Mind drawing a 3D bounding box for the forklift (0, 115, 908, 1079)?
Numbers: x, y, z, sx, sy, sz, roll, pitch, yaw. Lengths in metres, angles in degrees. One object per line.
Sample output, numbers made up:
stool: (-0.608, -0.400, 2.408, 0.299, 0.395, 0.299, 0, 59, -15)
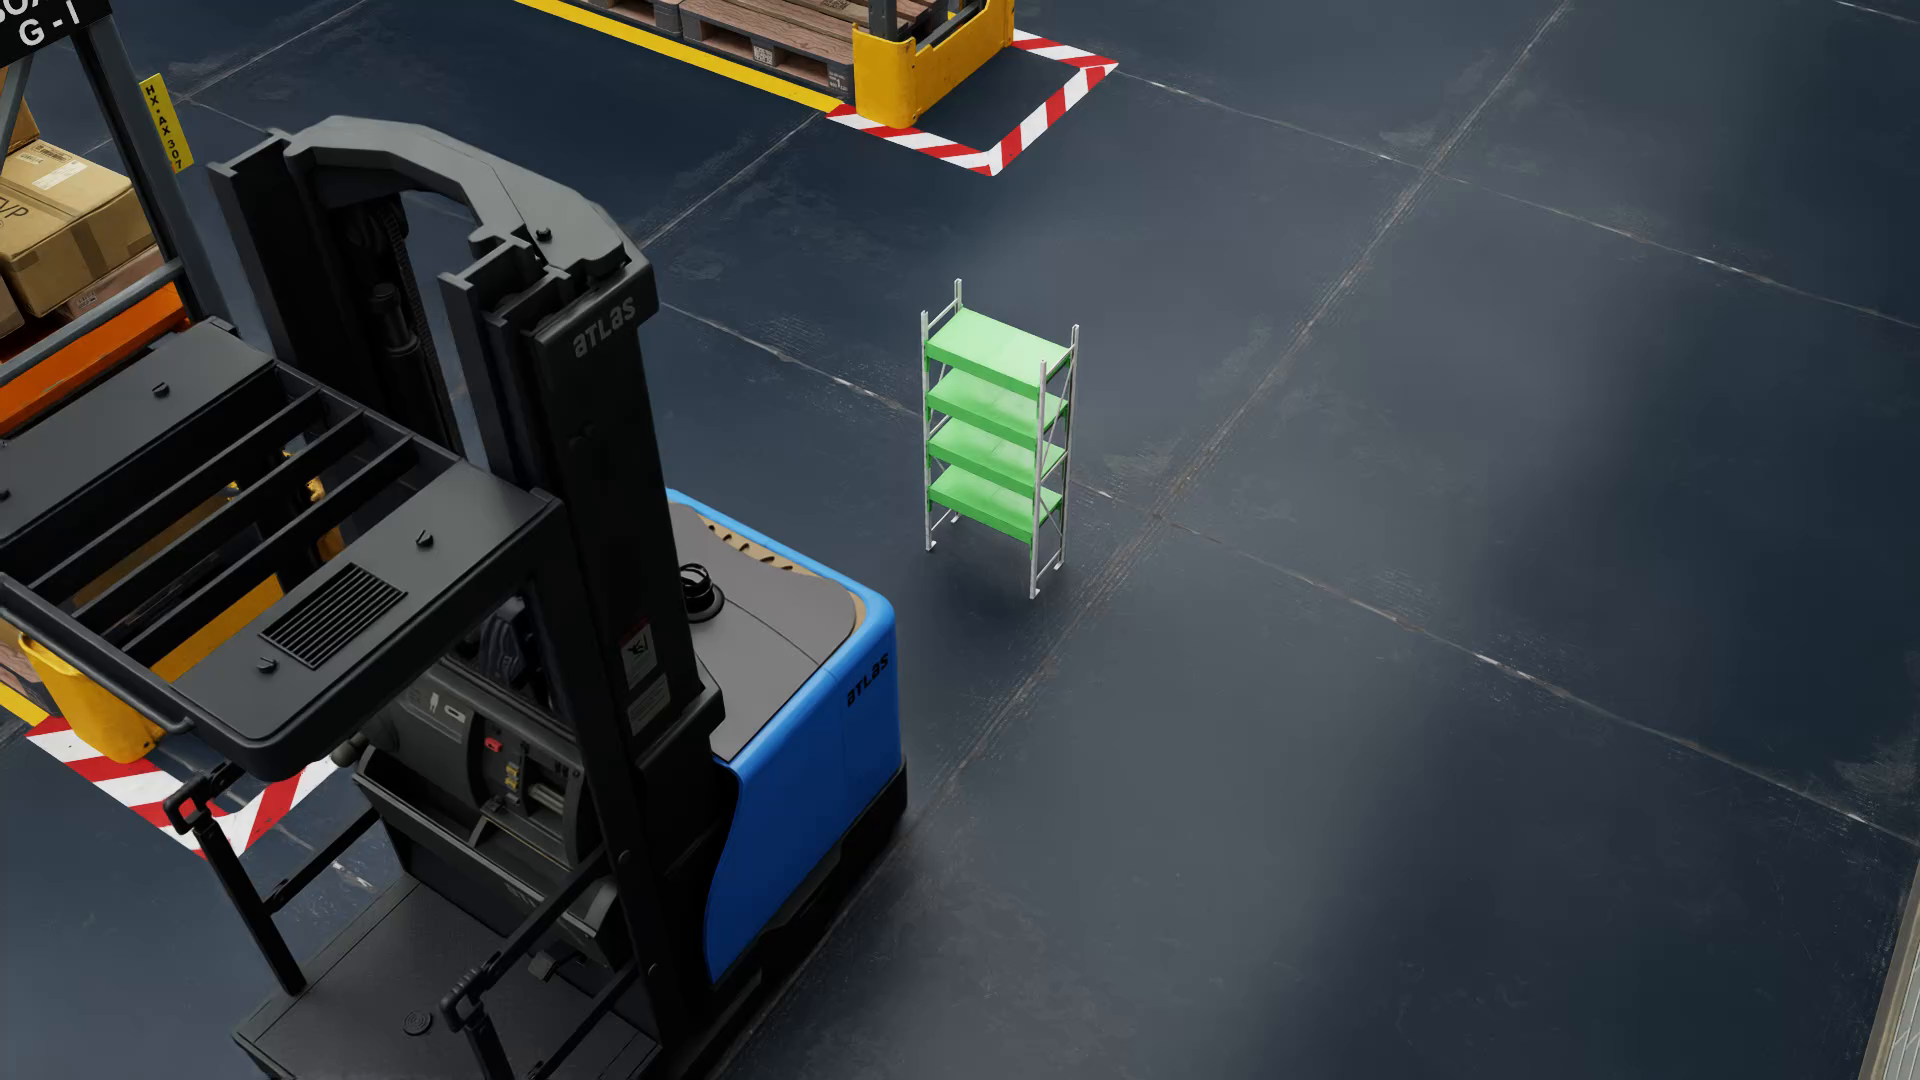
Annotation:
forklift: (-1.421, 0.602, 4.122, 1.130, 2.935, 3.031, 26, 51, 23)

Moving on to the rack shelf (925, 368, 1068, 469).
rack shelf: (0.139, -0.477, 6.131, 0.480, 0.148, 0.258, 25, 51, 22)

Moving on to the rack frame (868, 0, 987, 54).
rack frame: (-0.155, -3.642, 8.198, 0.127, 3.000, 1.000, 25, 51, 22)

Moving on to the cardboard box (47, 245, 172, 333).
cardboard box: (-2.950, -0.901, 5.709, 0.250, 0.149, 0.380, 25, 51, 23)

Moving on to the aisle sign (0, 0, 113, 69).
aisle sign: (-2.606, -1.711, 4.509, 0.004, 0.787, 0.394, 25, 51, 22)

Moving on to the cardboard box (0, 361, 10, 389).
cardboard box: (-3.307, -0.504, 5.323, 0.250, 0.149, 0.380, 26, 51, 23)

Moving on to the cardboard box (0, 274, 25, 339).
cardboard box: (-3.380, -0.731, 5.266, 0.500, 0.250, 0.500, 24, 50, 22)

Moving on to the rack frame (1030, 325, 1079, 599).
rack frame: (0.345, -0.260, 6.166, 0.015, 1.200, 0.240, 25, 51, 22)

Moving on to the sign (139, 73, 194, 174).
sign: (-2.524, -1.314, 5.277, 0.005, 0.325, 0.100, 25, 51, 22)

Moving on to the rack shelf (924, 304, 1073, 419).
rack shelf: (0.139, -0.644, 5.959, 0.480, 0.148, 0.258, 25, 51, 22)

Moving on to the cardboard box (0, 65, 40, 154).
cardboard box: (-3.508, -1.507, 5.497, 0.500, 0.500, 0.500, 24, 50, 21)

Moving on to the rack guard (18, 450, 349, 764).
rack guard: (-2.809, 0.228, 6.180, 0.348, 0.500, 1.175, 25, 51, 22)

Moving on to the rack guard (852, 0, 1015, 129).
rack guard: (-0.128, -2.770, 9.093, 0.348, 0.500, 1.175, 25, 51, 22)

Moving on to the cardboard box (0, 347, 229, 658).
cardboard box: (-3.411, -0.258, 6.097, 0.875, 0.875, 0.875, 25, 51, 22)

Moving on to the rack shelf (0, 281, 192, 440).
rack shelf: (-4.512, -1.176, 6.303, 4.000, 0.370, 1.077, 25, 51, 22)

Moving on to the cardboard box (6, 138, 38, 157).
cardboard box: (-3.528, -1.250, 5.770, 0.500, 0.250, 0.500, 24, 51, 22)

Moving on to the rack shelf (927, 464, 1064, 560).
rack shelf: (0.139, -0.142, 6.475, 0.480, 0.148, 0.258, 25, 51, 22)

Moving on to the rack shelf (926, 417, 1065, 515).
rack shelf: (0.139, -0.310, 6.303, 0.480, 0.148, 0.258, 25, 51, 22)

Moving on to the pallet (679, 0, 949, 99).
pallet: (-0.828, -3.013, 9.531, 1.213, 0.211, 1.003, 25, 51, 22)

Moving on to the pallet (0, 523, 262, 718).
pallet: (-3.544, 0.057, 6.547, 1.213, 0.211, 1.003, 25, 51, 22)

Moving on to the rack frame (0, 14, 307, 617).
rack frame: (-2.829, -0.652, 5.292, 0.127, 3.000, 1.000, 25, 51, 22)

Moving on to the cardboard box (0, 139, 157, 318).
cardboard box: (-3.087, -1.052, 5.578, 0.500, 0.250, 0.500, 23, 50, 21)

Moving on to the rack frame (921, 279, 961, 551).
rack frame: (-0.066, -0.449, 6.349, 0.015, 1.200, 0.240, 25, 51, 22)

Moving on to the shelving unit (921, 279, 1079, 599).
shelving unit: (0.139, -0.354, 6.257, 0.503, 1.200, 0.258, 25, 51, 22)

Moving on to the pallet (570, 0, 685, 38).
pallet: (-1.851, -3.486, 9.990, 1.213, 0.211, 1.003, 25, 51, 22)
